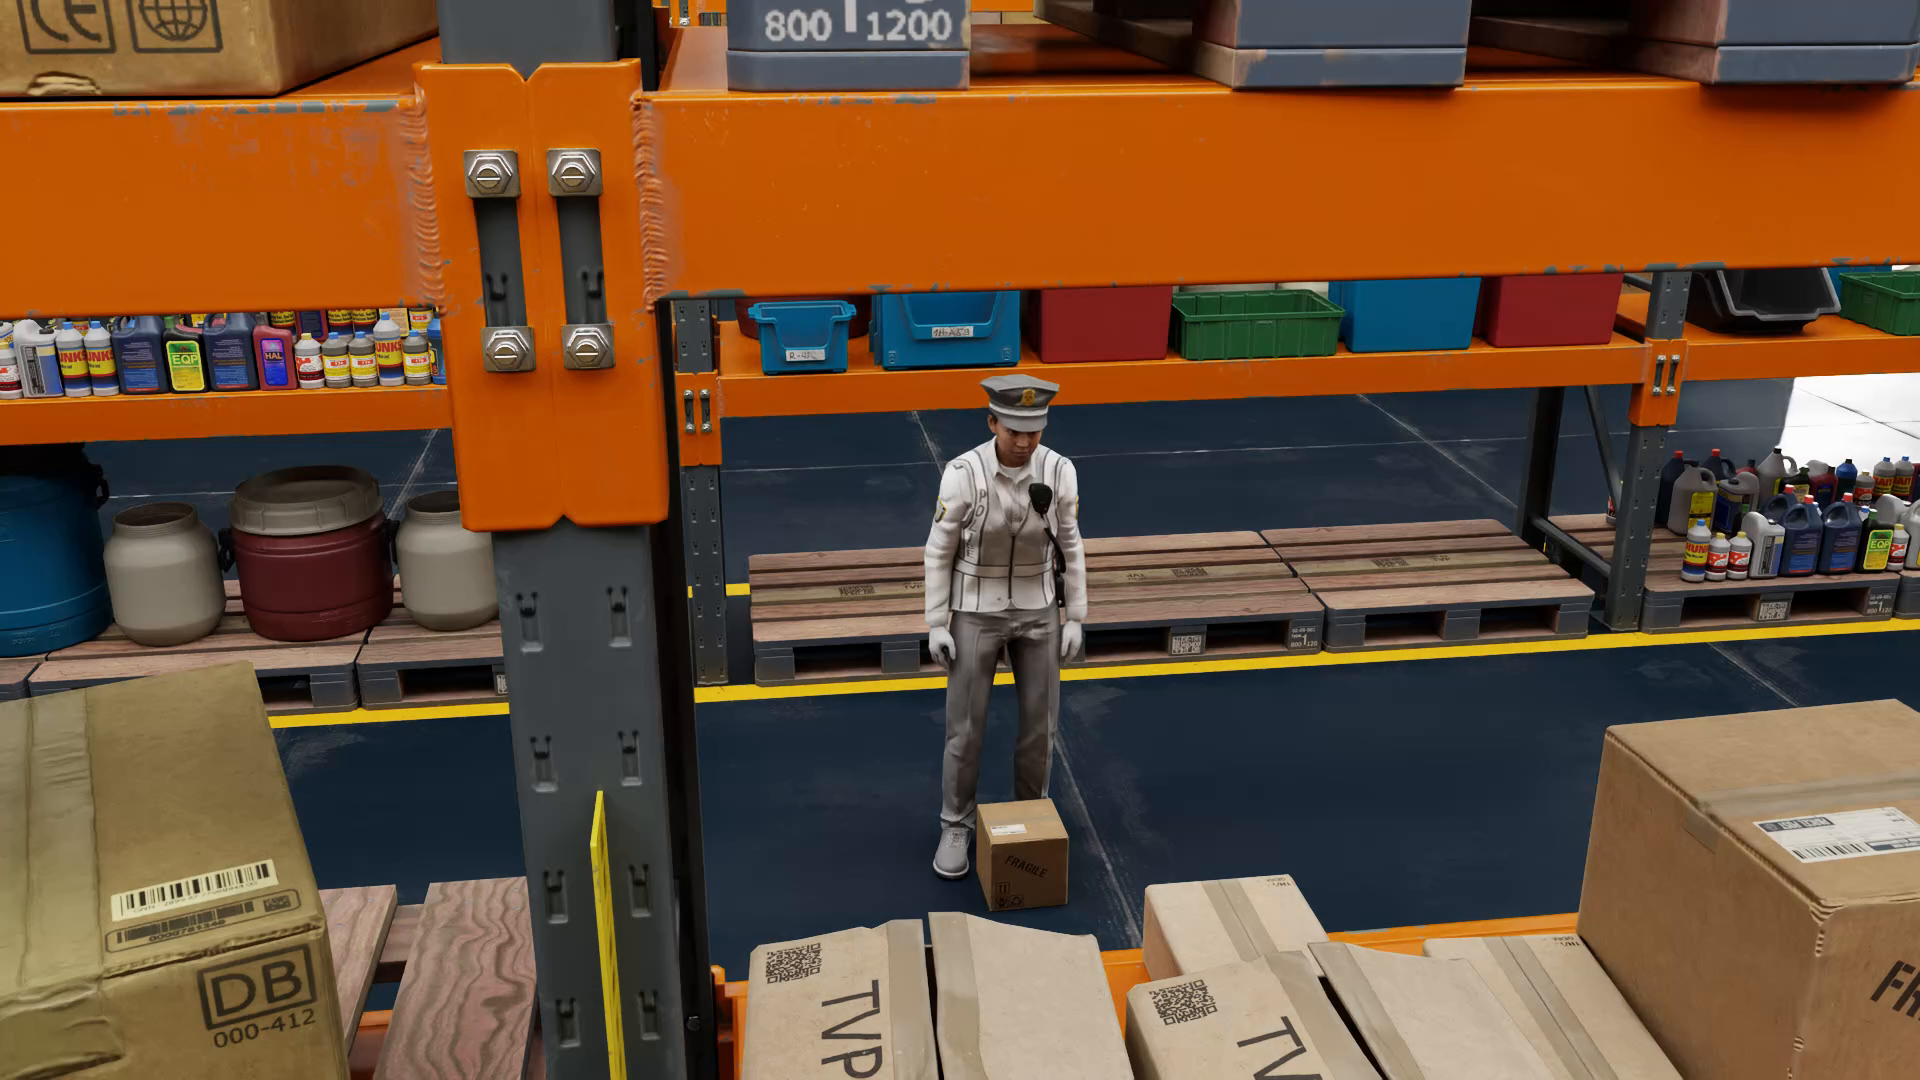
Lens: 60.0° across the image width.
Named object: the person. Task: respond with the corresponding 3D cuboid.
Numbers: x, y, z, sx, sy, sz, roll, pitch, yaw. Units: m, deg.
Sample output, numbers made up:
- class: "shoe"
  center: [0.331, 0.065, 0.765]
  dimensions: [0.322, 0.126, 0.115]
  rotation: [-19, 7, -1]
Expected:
- class: "person"
  center: [0.149, 0.268, 5.339]
  dimensions: [0.526, 1.663, 0.374]
  rotation: [-3, 20, -8]
